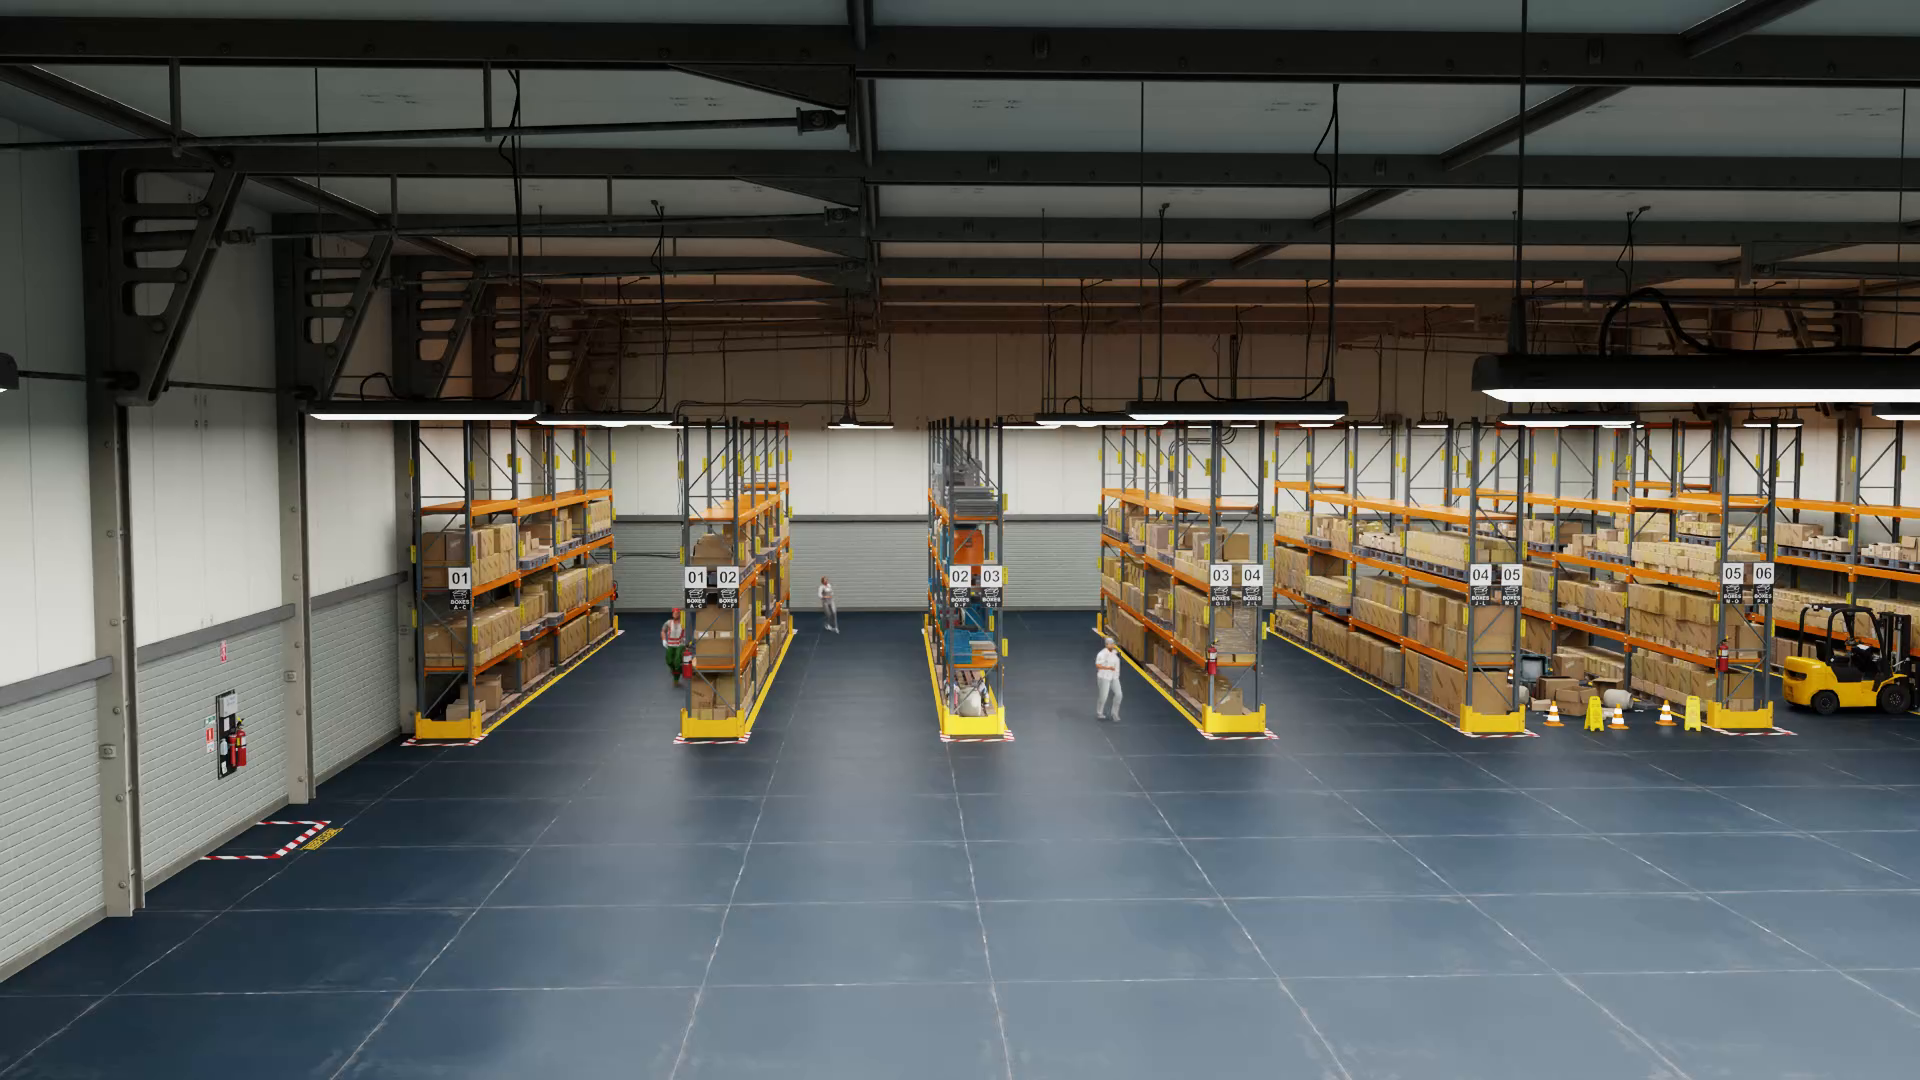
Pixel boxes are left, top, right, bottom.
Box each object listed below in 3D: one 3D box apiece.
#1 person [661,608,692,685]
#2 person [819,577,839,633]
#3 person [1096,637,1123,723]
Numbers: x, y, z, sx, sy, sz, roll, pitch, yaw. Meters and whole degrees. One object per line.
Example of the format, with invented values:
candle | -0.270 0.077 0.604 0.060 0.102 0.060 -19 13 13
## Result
person | -6.423 2.405 37.670 0.700 1.741 0.600 0 4 -1
person | -3.778 1.833 47.364 0.544 1.586 0.778 -2 4 -29
person | 2.929 2.769 32.828 0.590 1.716 0.730 -2 4 -26
